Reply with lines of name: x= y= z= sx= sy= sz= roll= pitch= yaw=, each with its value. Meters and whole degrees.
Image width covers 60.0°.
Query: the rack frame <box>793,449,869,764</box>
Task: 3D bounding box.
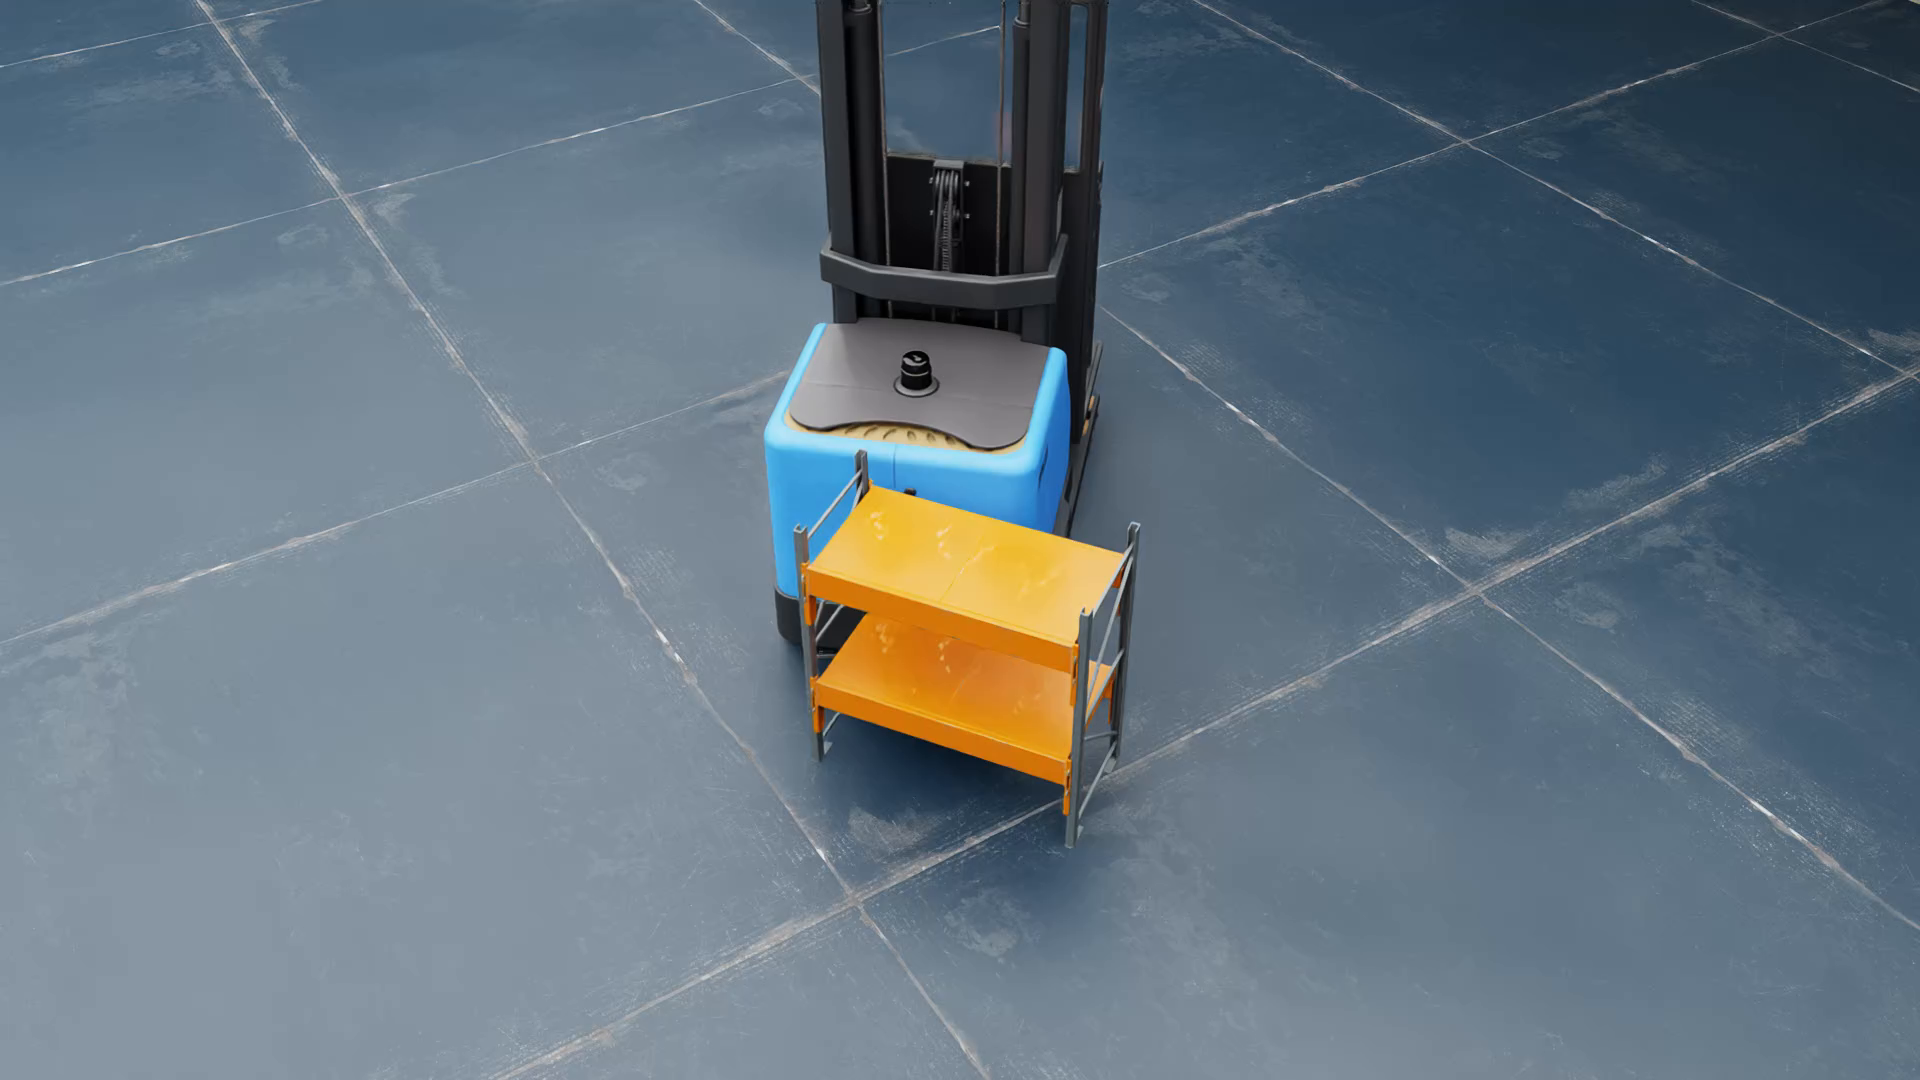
rack frame: x=-0.441 y=0.258 z=6.061 sx=0.032 sy=1.125 sz=0.500 roll=16 pitch=42 yaw=18

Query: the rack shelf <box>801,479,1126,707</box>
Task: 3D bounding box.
rack shelf: x=0.024 y=0.165 z=5.716 sx=1.000 sy=0.278 sz=0.538 roll=16 pitch=42 yaw=18

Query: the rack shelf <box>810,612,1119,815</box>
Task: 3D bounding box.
rack shelf: x=0.024 y=0.578 z=6.060 sx=1.000 sy=0.278 sz=0.538 roll=16 pitch=42 yaw=18

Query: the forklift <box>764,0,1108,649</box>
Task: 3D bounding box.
forklift: x=0.051 y=-1.557 z=6.829 sx=1.130 sy=2.935 sz=3.031 roll=7 pitch=40 yaw=8

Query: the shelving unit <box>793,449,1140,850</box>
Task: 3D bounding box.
shelving unit: x=0.024 y=0.390 z=5.904 sx=1.048 sy=1.125 sz=0.538 roll=16 pitch=42 yaw=18

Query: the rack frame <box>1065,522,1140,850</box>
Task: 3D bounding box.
rack frame: x=0.489 y=0.521 z=5.746 sx=0.032 sy=1.125 sz=0.500 roll=16 pitch=42 yaw=18
